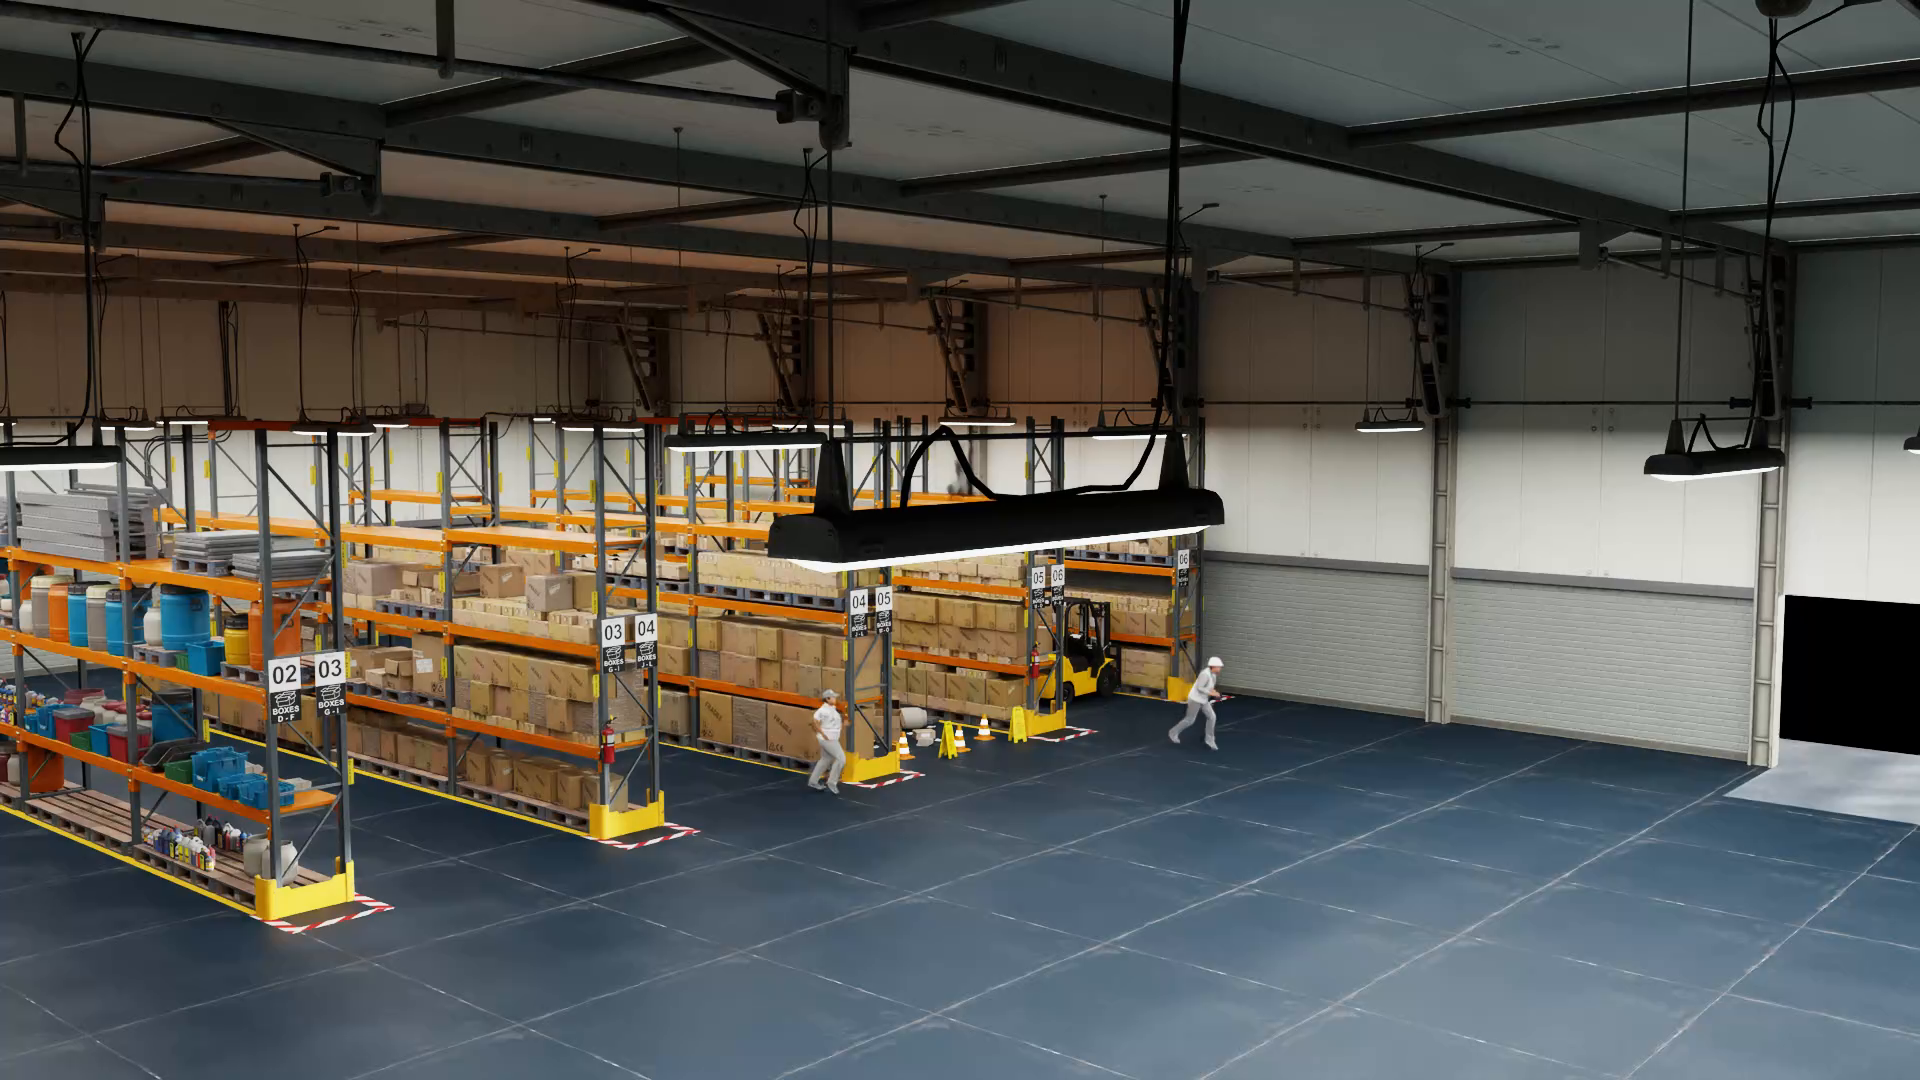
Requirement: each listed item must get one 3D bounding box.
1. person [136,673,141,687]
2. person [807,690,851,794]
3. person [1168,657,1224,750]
[{"bbox_3d":[-17.423,2.483,35.681,0.854,1.800,0.695,-3,5,-28],"label":"person"},{"bbox_3d":[-2.125,3.278,26.972,0.721,1.711,0.581,0,5,1],"label":"person"},{"bbox_3d":[4.329,2.982,30.464,1.040,1.735,0.700,2,5,23],"label":"person"}]
